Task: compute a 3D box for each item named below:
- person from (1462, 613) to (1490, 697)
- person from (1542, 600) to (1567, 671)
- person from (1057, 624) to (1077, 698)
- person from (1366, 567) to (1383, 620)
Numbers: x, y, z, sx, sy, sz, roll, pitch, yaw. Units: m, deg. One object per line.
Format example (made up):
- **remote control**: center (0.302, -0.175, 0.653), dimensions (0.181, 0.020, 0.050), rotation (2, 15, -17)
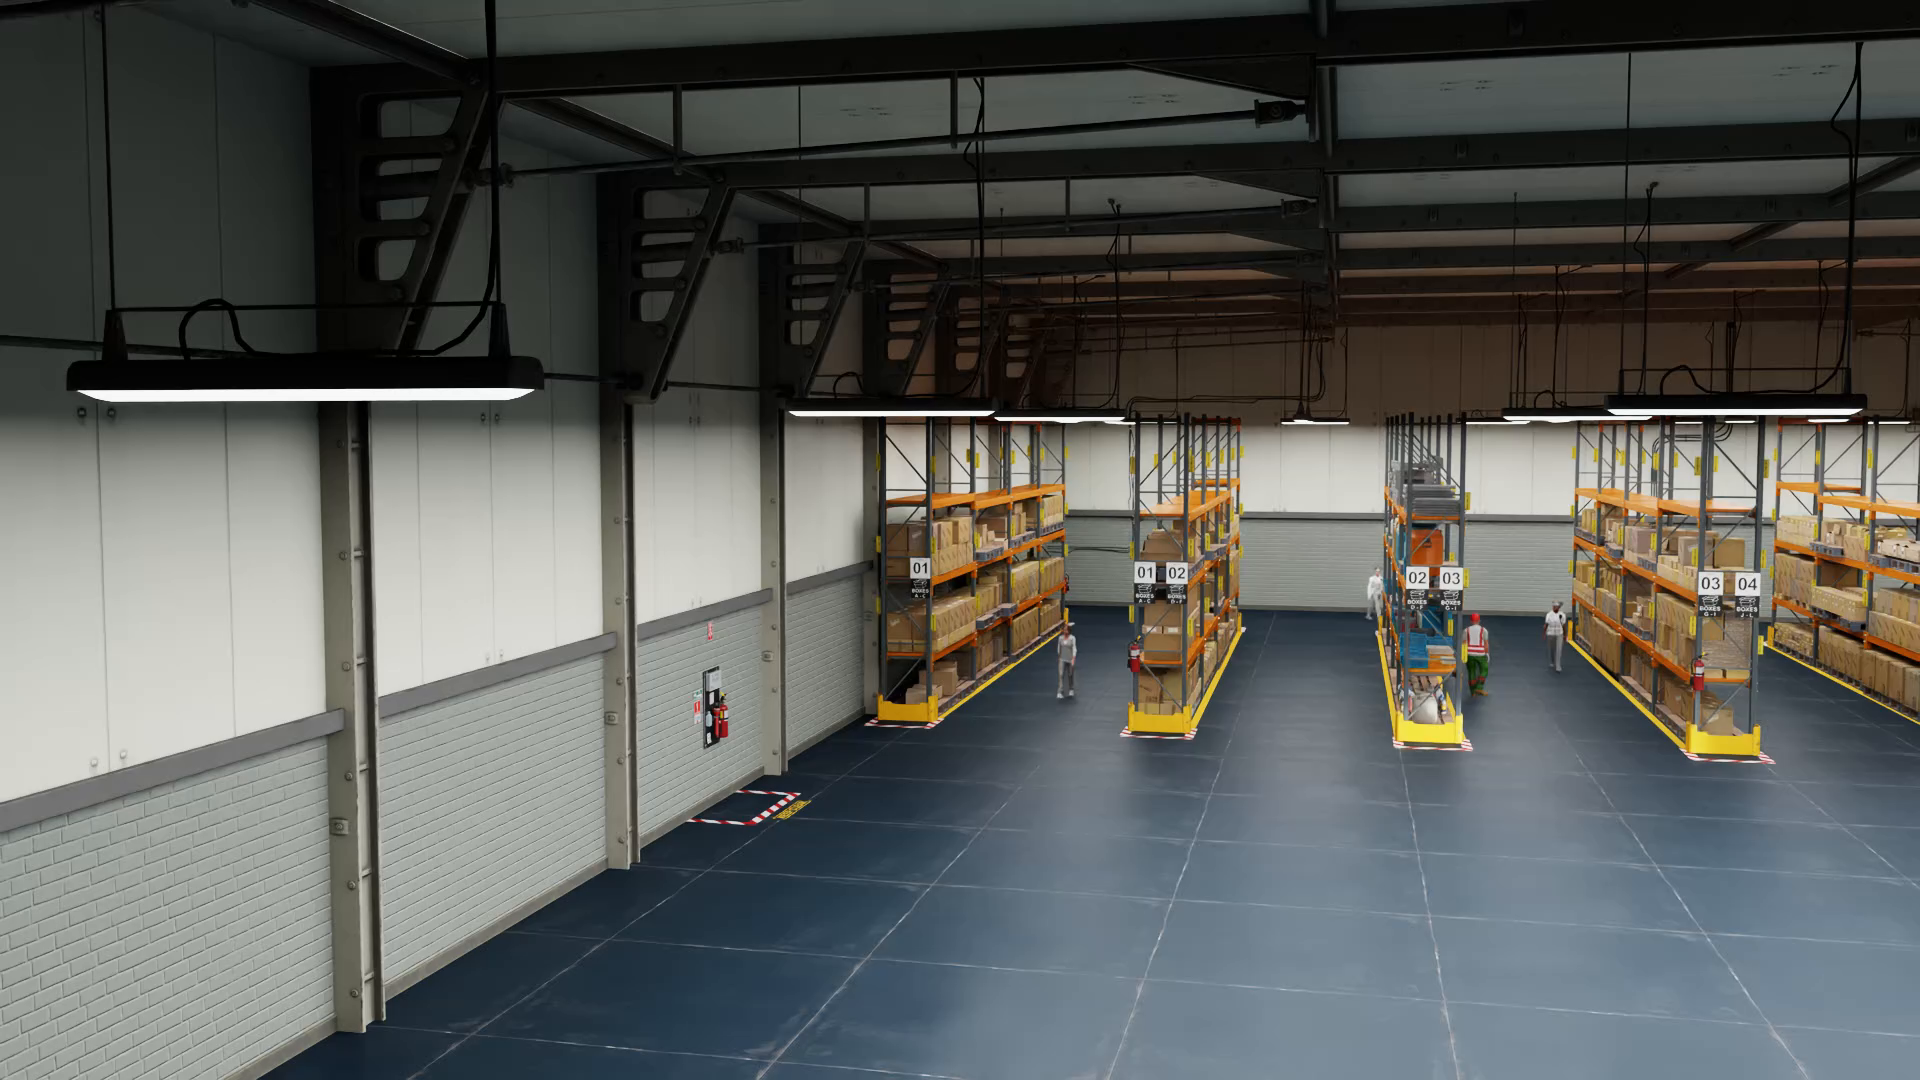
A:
- **person**: center (10.939, 2.449, 35.293), dimensions (0.575, 1.789, 0.548), rotation (2, 4, 24)
- **person**: center (14.022, 2.235, 39.202), dimensions (0.550, 1.632, 1.005), rotation (1, 4, 18)
- **person**: center (2.248, 2.555, 35.083), dimensions (0.434, 1.547, 0.935), rotation (1, 4, 13)
- **person**: center (12.255, 1.585, 48.772), dimensions (0.450, 1.605, 1.053), rotation (-2, 4, -29)
